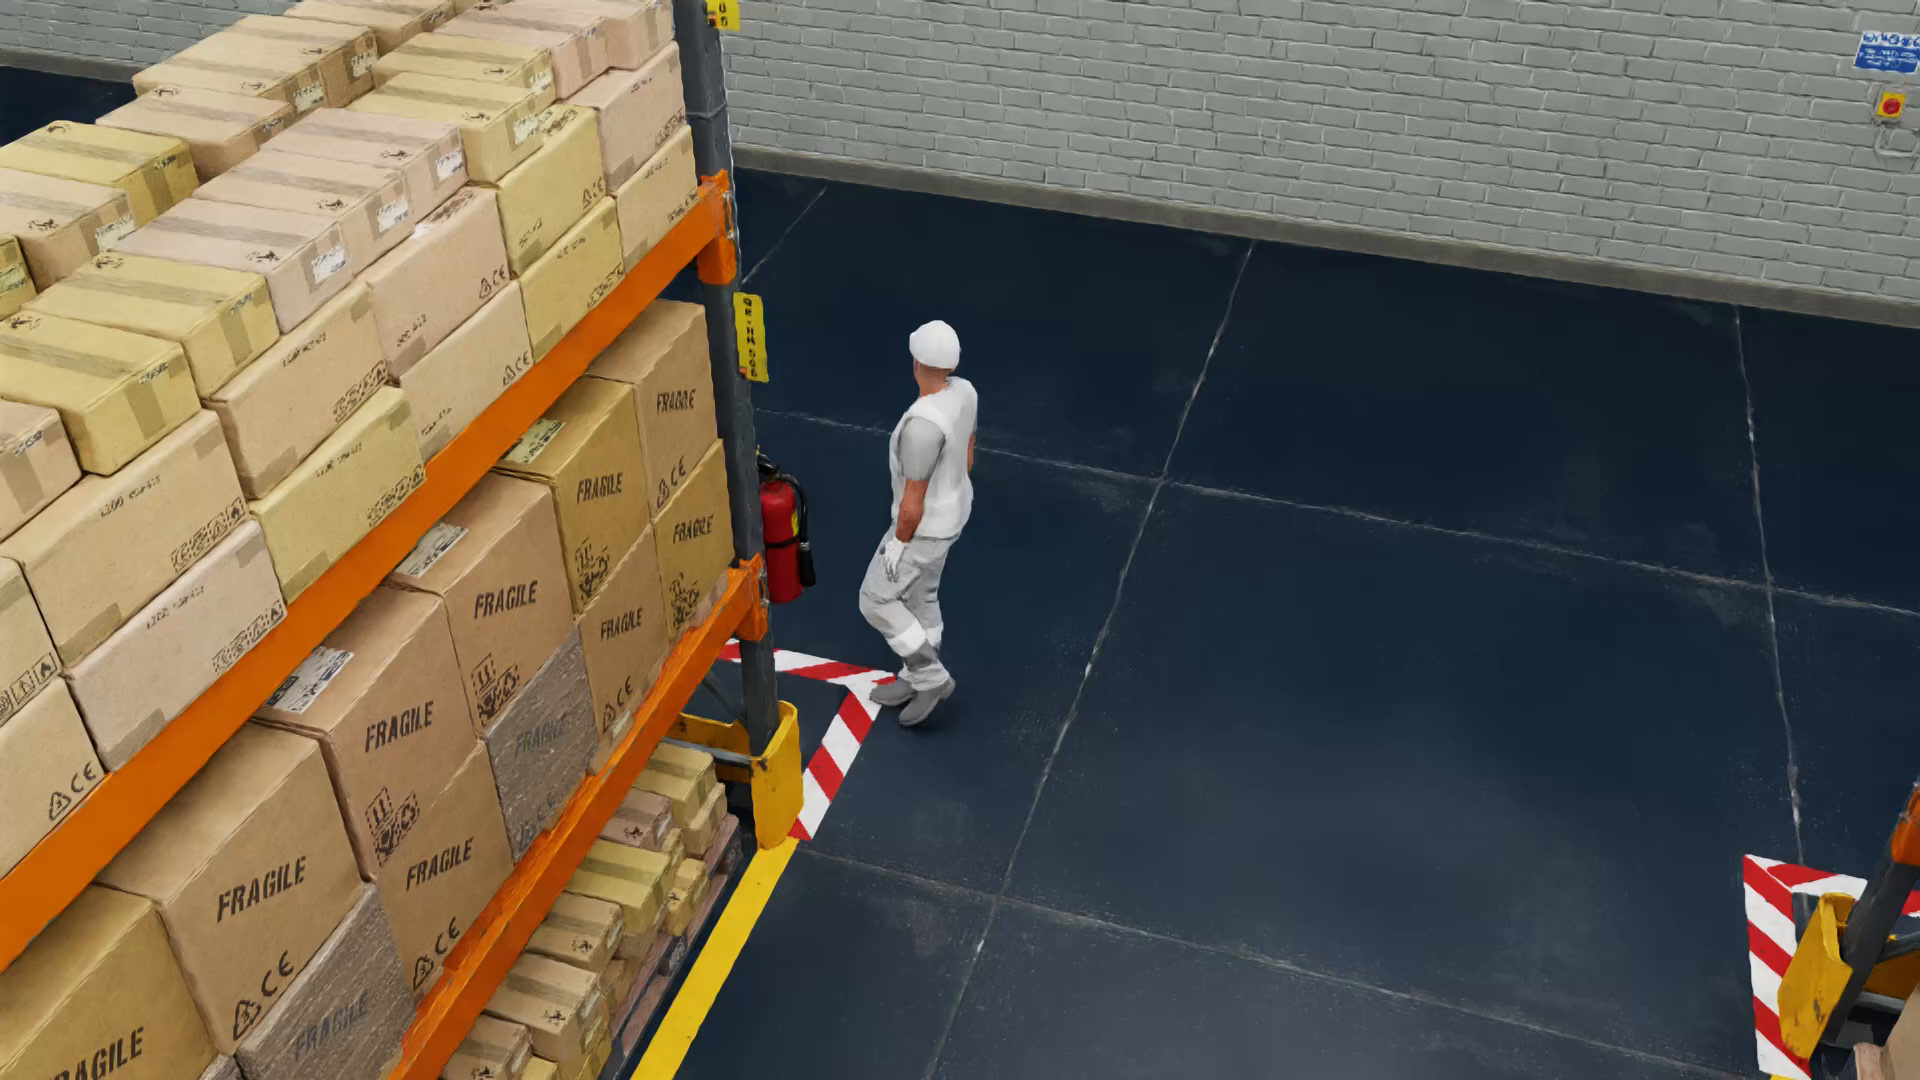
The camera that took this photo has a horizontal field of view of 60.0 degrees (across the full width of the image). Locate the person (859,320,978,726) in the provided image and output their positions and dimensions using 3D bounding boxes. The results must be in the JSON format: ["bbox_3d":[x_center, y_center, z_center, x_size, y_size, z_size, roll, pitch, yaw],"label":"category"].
[{"bbox_3d":[-0.179,-0.065,6.974,0.436,1.776,0.687,9,38,12],"label":"person"}]
